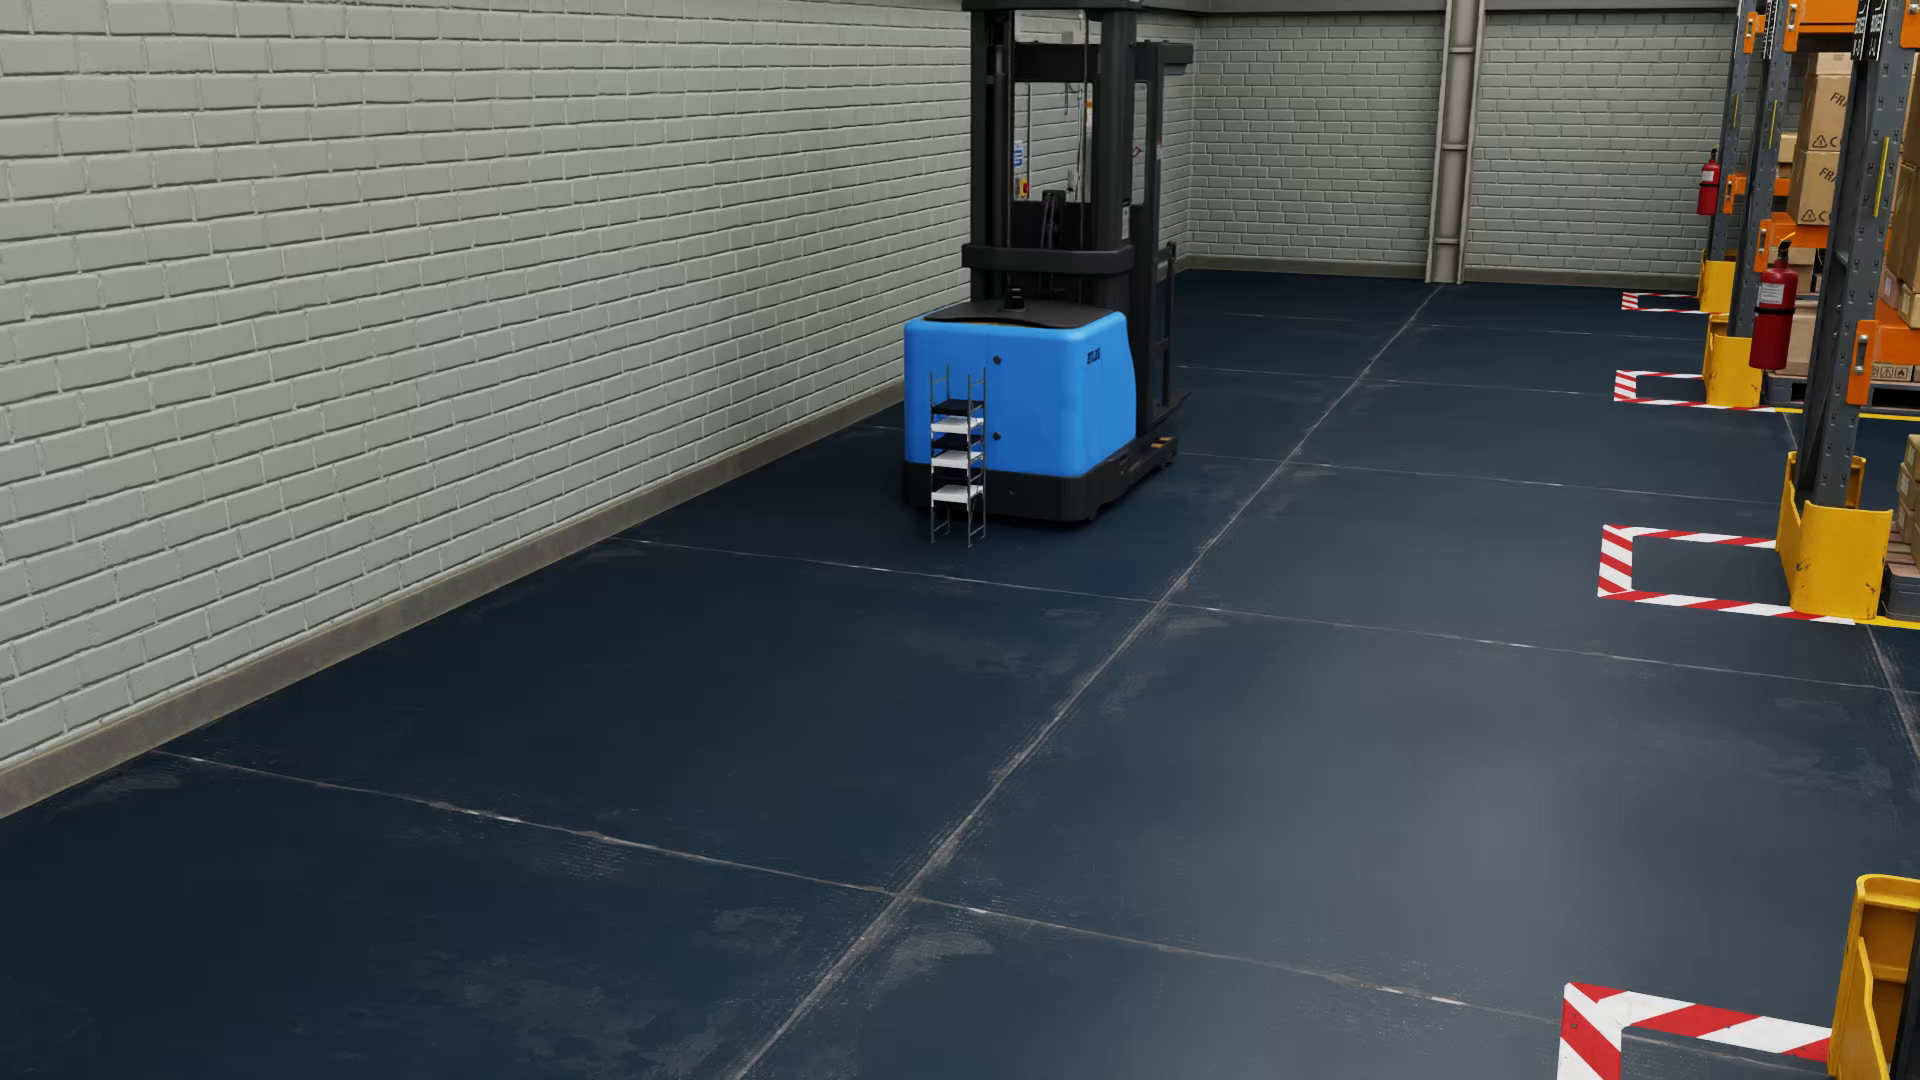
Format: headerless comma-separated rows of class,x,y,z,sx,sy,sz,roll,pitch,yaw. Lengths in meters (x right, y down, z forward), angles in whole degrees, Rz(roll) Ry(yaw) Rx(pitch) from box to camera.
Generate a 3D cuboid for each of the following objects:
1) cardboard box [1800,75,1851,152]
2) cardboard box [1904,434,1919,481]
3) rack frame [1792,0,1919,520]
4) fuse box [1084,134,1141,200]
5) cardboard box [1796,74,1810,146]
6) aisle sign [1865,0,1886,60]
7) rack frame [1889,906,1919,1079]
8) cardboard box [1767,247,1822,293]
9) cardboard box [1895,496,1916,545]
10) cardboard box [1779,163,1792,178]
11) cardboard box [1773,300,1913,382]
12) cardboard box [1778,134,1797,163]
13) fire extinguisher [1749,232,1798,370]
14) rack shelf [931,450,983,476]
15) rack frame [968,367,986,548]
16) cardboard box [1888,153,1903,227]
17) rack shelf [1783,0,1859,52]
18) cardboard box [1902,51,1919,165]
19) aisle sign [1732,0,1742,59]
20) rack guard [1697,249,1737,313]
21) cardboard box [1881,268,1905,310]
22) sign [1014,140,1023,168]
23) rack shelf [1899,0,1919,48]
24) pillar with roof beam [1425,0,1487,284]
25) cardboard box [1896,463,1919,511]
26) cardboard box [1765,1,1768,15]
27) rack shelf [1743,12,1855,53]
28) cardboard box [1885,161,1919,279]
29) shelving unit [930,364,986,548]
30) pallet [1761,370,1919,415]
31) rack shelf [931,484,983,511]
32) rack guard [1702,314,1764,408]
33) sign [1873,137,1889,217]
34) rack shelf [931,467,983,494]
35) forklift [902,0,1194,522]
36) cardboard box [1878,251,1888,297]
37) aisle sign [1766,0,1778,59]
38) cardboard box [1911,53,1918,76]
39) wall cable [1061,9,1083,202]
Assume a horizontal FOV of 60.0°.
cardboard box,6.142,-2.953,11.491,0.500,0.500,0.500,6,17,19
cardboard box,4.663,-0.383,7.906,0.250,0.149,0.380,6,17,21
rack frame,4.078,-1.253,7.610,0.127,3.000,1.000,6,17,21
fuse box,1.453,-3.029,16.039,0.414,1.711,0.539,6,17,21
cardboard box,6.336,-3.088,11.958,0.500,0.500,0.500,7,18,22
aisle sign,3.900,-2.431,7.006,0.004,0.787,0.394,6,17,21
rack frame,2.164,0.023,3.215,0.127,3.000,1.000,6,17,21
cardboard box,8.152,-2.751,16.493,0.637,0.503,0.797,6,17,18
cardboard box,4.644,-0.086,7.950,0.250,0.149,0.380,7,17,22
cardboard box,8.077,-3.596,16.130,0.250,0.149,0.380,7,18,22
cardboard box,6.451,-1.477,12.224,0.875,0.438,0.875,6,17,19
cardboard box,7.941,-3.790,16.083,0.500,0.250,0.500,6,17,21
fire extinguisher,4.013,-1.183,8.174,0.183,0.674,0.296,6,17,21
rack shelf,-0.008,-0.401,8.560,0.200,0.077,0.258,6,17,21
rack frame,0.087,-0.423,8.515,0.006,0.900,0.240,6,17,21
cardboard box,6.622,-2.427,11.475,0.500,0.500,0.500,6,17,20
rack shelf,7.661,-3.438,11.046,4.000,0.370,1.077,6,17,21
cardboard box,4.595,-1.942,7.477,0.500,0.500,0.500,6,17,19
aisle sign,7.447,-5.014,15.903,0.004,0.787,0.394,6,17,21
rack guard,7.689,-2.627,16.826,0.348,0.500,1.175,6,17,21
cardboard box,4.485,-1.173,7.783,0.250,0.149,0.380,6,17,21
sign,0.471,-3.242,13.975,0.001,0.218,0.327,6,17,21
rack shelf,5.938,-2.144,6.588,4.000,0.370,1.077,6,17,21
pillar with roof beam,3.861,-6.109,13.577,0.400,9.000,9.100,6,17,21
cardboard box,4.674,-0.249,7.977,0.250,0.149,0.380,6,17,19
cardboard box,8.000,-5.182,16.215,0.250,0.149,0.380,7,18,22
rack shelf,9.478,-4.726,15.481,4.000,0.370,1.077,6,17,21
cardboard box,4.590,-1.465,7.627,0.500,0.500,0.500,7,17,22
shelving unit,-0.008,-0.433,8.551,0.210,0.900,0.258,6,17,21
pallet,6.573,-1.147,12.245,1.213,0.211,1.003,6,17,21
rack shelf,-0.008,-0.228,8.611,0.200,0.077,0.258,6,17,21
rack guard,5.778,-1.349,12.425,0.348,0.500,1.175,6,17,21
sign,3.879,-1.528,7.005,0.005,0.325,0.100,6,17,21
rack shelf,-0.008,-0.315,8.585,0.200,0.077,0.258,6,17,21
forklift,0.709,-1.871,9.861,1.130,2.935,3.031,6,17,21
cardboard box,8.933,-2.652,16.158,0.500,0.500,0.700,7,18,23
aisle sign,5.627,-3.728,11.472,0.004,0.787,0.394,6,17,21
cardboard box,6.498,-3.214,11.229,0.250,0.149,0.380,7,18,22
wall cable,1.056,-3.975,15.164,0.122,1.984,0.588,6,17,21
